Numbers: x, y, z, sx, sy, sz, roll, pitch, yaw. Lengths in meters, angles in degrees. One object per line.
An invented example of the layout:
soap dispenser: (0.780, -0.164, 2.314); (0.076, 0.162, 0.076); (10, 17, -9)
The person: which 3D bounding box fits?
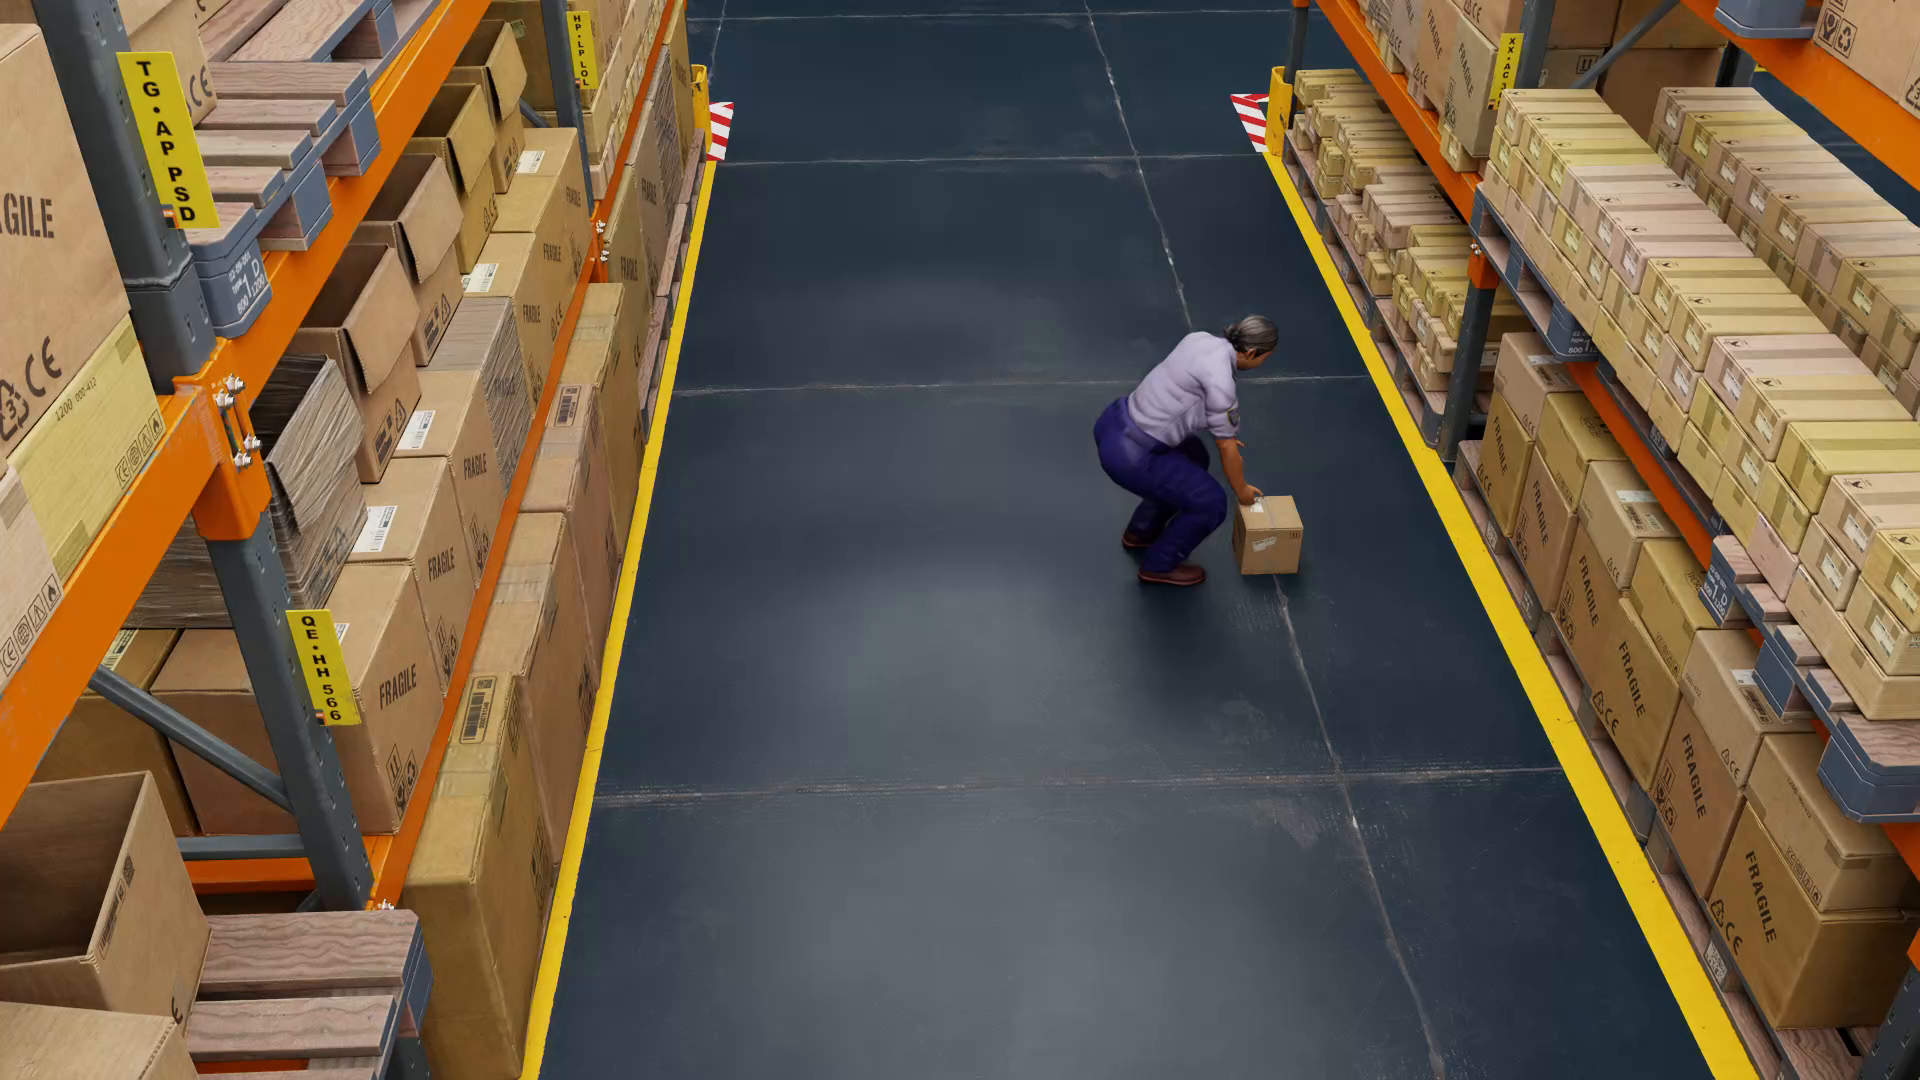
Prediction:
person: (0.943, -0.411, 7.131); (0.741, 1.198, 0.536); (-2, 35, -2)
